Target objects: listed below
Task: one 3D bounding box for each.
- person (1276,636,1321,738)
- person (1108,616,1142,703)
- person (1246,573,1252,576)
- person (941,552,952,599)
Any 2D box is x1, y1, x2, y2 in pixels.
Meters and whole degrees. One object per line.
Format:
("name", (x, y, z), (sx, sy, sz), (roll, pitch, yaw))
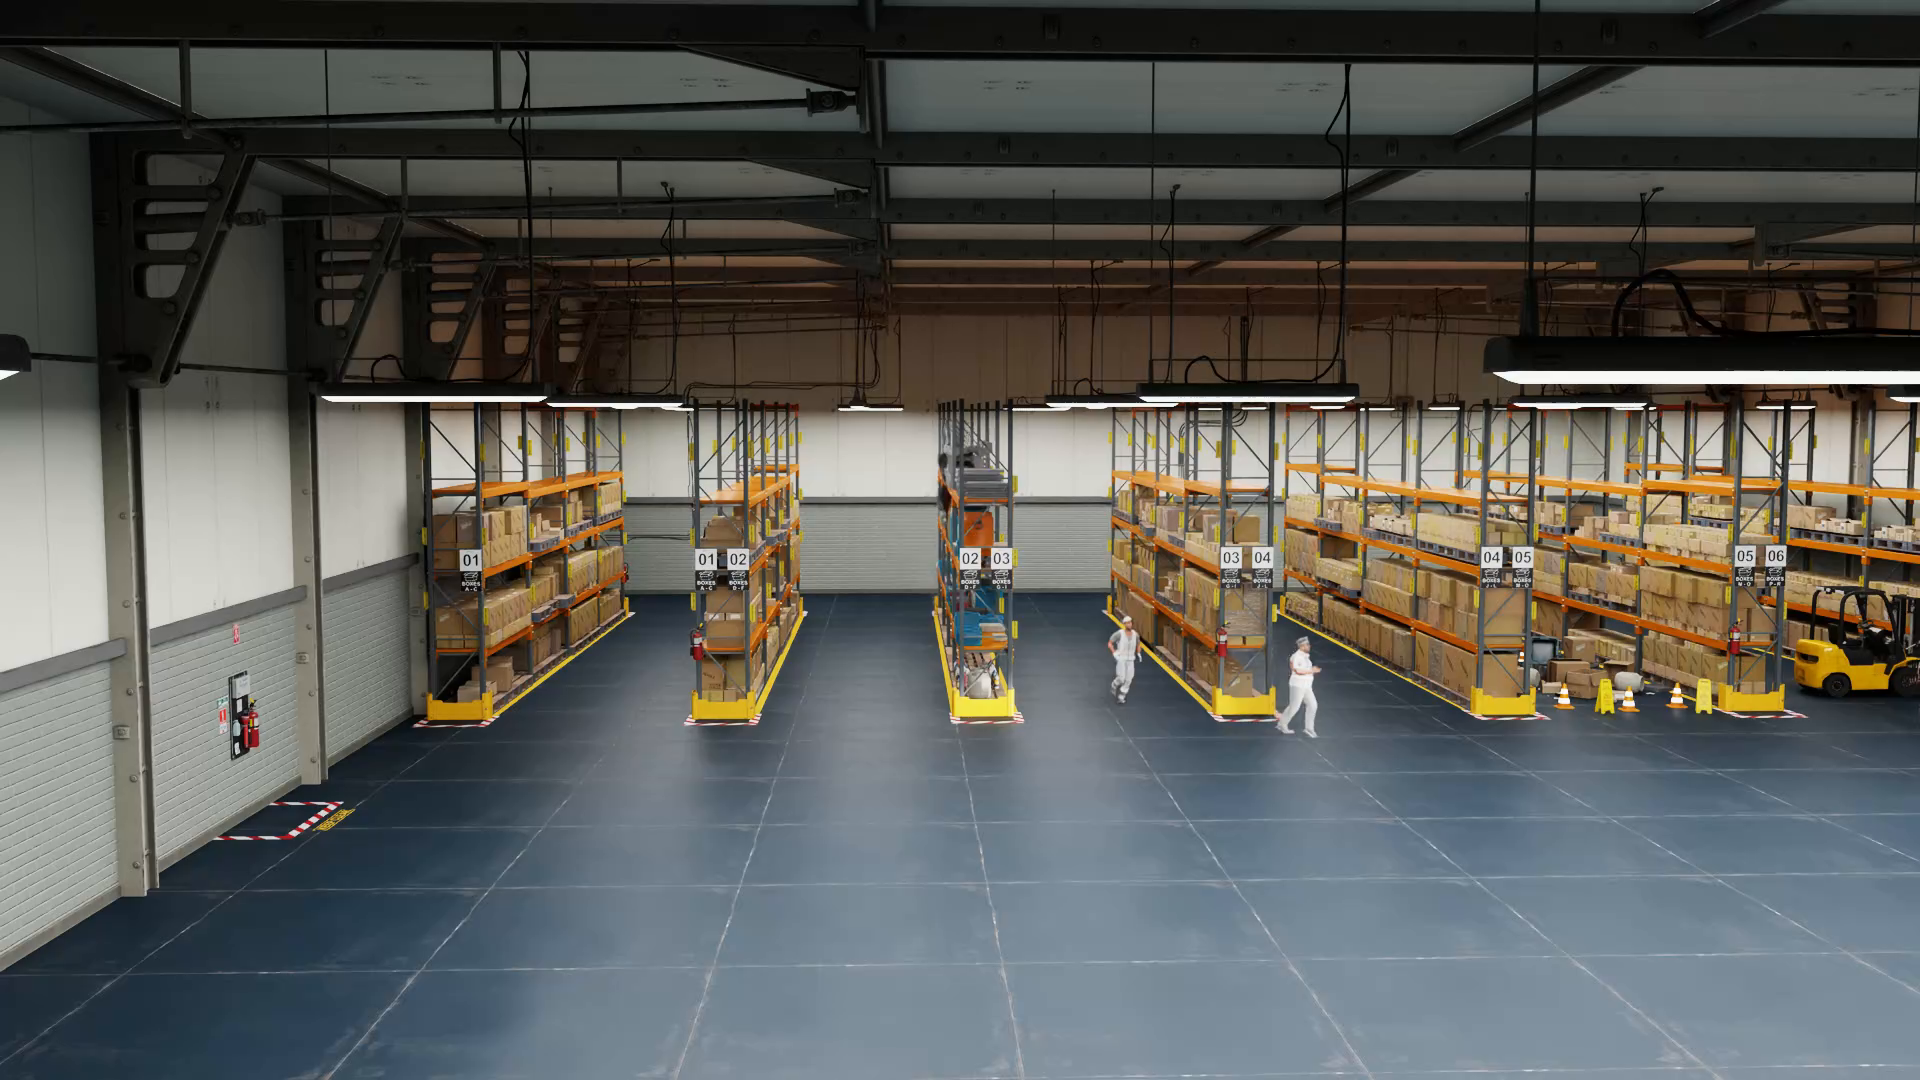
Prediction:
("person", (5.995, 2.625, 29.399), (0.803, 1.855, 0.627), (2, 5, 28))
("person", (3.278, 2.369, 32.978), (0.681, 1.730, 0.564), (-1, 5, -16))
("person", (8.199, 1.228, 47.146), (0.658, 1.769, 0.932), (0, 4, -1))
("person", (-0.345, 1.136, 49.391), (0.743, 1.758, 0.556), (1, 4, 10))
